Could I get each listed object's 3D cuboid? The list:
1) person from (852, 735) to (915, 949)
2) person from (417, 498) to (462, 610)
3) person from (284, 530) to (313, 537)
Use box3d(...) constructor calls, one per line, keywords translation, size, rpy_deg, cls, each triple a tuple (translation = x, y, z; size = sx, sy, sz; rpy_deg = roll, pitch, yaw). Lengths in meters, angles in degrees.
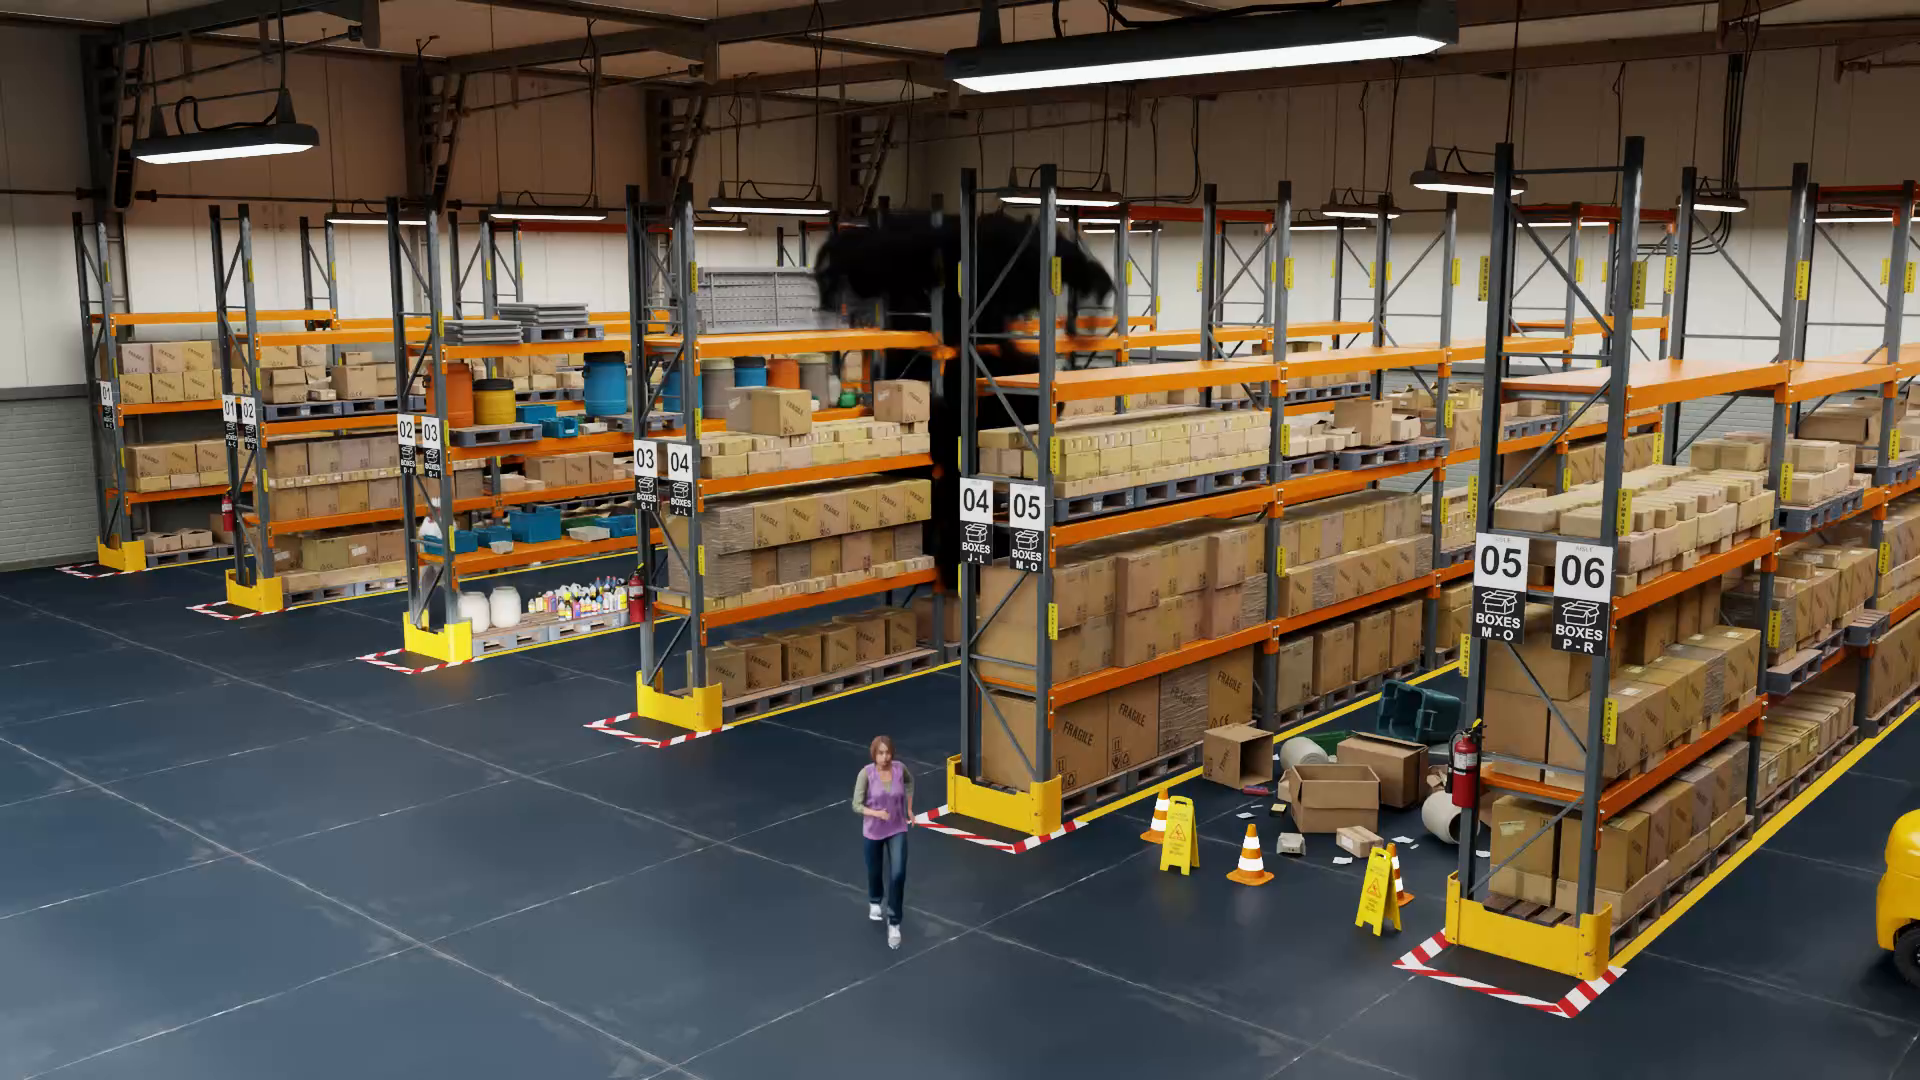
box3d(translation=(-0.580, 2.281, 12.765), size=(0.502, 1.640, 0.782), rpy_deg=(-1, 10, -8), cls="person")
box3d(translation=(-7.624, 0.271, 24.133), size=(0.692, 1.781, 0.922), rpy_deg=(6, 11, 31), cls="person")
box3d(translation=(-11.136, -0.381, 28.031), size=(0.645, 1.785, 0.904), rpy_deg=(6, 11, 30), cls="person")
